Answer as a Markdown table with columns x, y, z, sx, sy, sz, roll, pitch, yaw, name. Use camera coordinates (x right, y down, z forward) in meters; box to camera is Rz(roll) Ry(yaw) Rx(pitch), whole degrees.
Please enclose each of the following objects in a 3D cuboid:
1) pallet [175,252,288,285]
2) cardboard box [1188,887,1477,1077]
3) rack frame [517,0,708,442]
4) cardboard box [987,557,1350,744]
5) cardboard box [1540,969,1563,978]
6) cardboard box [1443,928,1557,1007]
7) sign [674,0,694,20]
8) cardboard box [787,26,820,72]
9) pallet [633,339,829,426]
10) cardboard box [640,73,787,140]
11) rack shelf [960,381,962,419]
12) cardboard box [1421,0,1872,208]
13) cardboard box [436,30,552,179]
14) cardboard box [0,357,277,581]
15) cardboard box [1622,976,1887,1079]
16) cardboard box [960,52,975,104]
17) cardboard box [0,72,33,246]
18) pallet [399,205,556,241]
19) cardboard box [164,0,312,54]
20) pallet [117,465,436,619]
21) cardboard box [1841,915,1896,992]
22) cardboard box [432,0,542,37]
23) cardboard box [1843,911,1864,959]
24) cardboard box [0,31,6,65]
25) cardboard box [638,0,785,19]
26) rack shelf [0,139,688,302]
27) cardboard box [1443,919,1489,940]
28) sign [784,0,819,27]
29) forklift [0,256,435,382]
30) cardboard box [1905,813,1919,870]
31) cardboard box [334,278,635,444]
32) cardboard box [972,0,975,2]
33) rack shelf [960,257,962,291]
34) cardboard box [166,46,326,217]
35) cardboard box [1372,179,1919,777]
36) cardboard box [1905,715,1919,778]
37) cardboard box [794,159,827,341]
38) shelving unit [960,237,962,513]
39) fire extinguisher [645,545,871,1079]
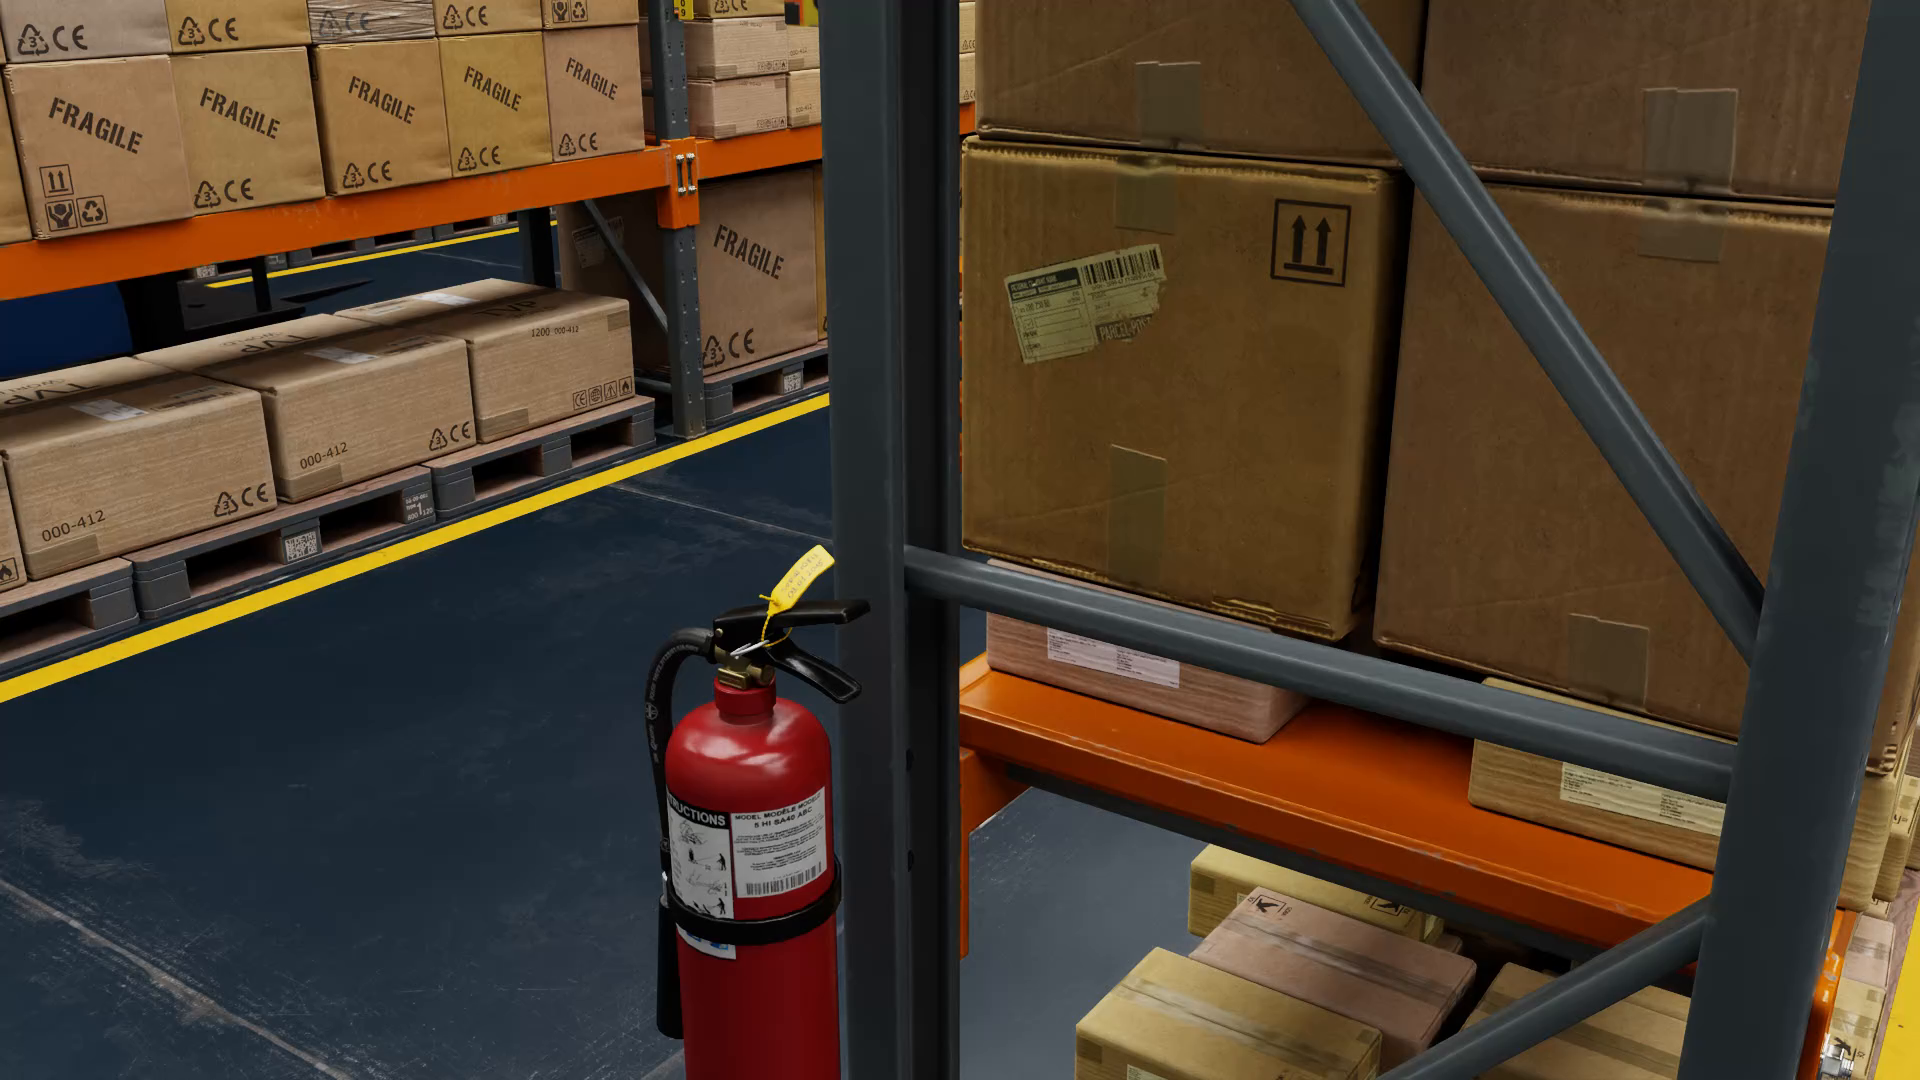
| x | y | z | sx | sy | sz | roll | pitch | yaw | name |
| --- | --- | --- | --- | --- | --- | --- | --- | --- | --- |
| -5.276 | -1.860 | 10.989 | 1.003 | 0.211 | 1.213 | 13 | 24 | 32 | pallet |
| 0.584 | 0.723 | 2.634 | 0.380 | 0.149 | 0.250 | 14 | 24 | 33 | cardboard box |
| -1.595 | -1.960 | 7.241 | 1.000 | 3.000 | 0.127 | 13 | 24 | 32 | rack frame |
| 0.257 | 0.093 | 2.052 | 0.380 | 0.149 | 0.250 | 13 | 24 | 32 | cardboard box |
| 1.079 | 0.869 | 2.667 | 0.380 | 0.149 | 0.250 | 14 | 24 | 33 | cardboard box |
| 0.895 | 0.711 | 3.095 | 0.380 | 0.149 | 0.250 | 13 | 24 | 31 | cardboard box |
| -1.135 | -2.296 | 6.785 | 0.100 | 0.325 | 0.005 | 13 | 24 | 32 | sign |
| -0.844 | -2.351 | 7.792 | 0.500 | 0.250 | 0.500 | 14 | 24 | 33 | cardboard box |
| -1.223 | -0.888 | 8.363 | 1.003 | 0.211 | 1.213 | 13 | 24 | 32 | pallet |
| -1.129 | -1.965 | 7.469 | 0.500 | 0.250 | 0.500 | 13 | 24 | 31 | cardboard box |
| -0.093 | -0.452 | 5.952 | 0.258 | 0.148 | 0.480 | 13 | 24 | 32 | rack shelf |
| 0.779 | -0.609 | 1.572 | 0.500 | 0.500 | 0.500 | 13 | 24 | 31 | cardboard box |
| -1.929 | -1.676 | 6.327 | 0.500 | 0.500 | 0.500 | 13 | 24 | 31 | cardboard box |
| -3.048 | -0.281 | 5.789 | 0.875 | 0.438 | 0.875 | 14 | 25 | 33 | cardboard box |
| 1.186 | 0.751 | 2.557 | 0.380 | 0.149 | 0.250 | 13 | 24 | 32 | cardboard box |
| -0.250 | -2.399 | 8.643 | 0.500 | 0.250 | 0.500 | 13 | 24 | 31 | cardboard box |
| -3.075 | -1.092 | 4.749 | 0.500 | 0.500 | 0.500 | 13 | 24 | 31 | cardboard box |
| -3.905 | -2.560 | 12.882 | 1.003 | 0.211 | 1.213 | 13 | 24 | 32 | pallet |
| -2.491 | -1.853 | 5.365 | 0.500 | 0.500 | 0.500 | 13 | 24 | 32 | cardboard box |
| -2.772 | -0.098 | 6.226 | 1.003 | 0.211 | 1.213 | 13 | 24 | 32 | pallet |
| 1.591 | 0.814 | 3.244 | 0.380 | 0.149 | 0.250 | 12 | 23 | 29 | cardboard box |
| -1.924 | -2.143 | 6.149 | 0.500 | 0.500 | 0.500 | 13 | 24 | 31 | cardboard box |
| 1.420 | 0.586 | 3.004 | 0.380 | 0.149 | 0.250 | 14 | 25 | 34 | cardboard box |
| -3.053 | -1.560 | 4.574 | 0.500 | 0.500 | 0.500 | 13 | 24 | 30 | cardboard box |
| -1.110 | -2.546 | 7.240 | 0.500 | 0.500 | 0.500 | 14 | 24 | 32 | cardboard box |
| -2.719 | -1.049 | 5.814 | 1.077 | 0.370 | 4.000 | 13 | 24 | 32 | rack shelf |
| 0.822 | 0.562 | 3.069 | 0.380 | 0.149 | 0.250 | 12 | 24 | 30 | cardboard box |
| -0.141 | -0.681 | 1.659 | 0.100 | 0.325 | 0.005 | 13 | 24 | 32 | sign |
| -4.037 | -2.201 | 7.990 | 1.130 | 2.935 | 3.031 | 13 | 24 | 31 | forklift |
| 2.035 | 0.592 | 3.844 | 0.380 | 0.149 | 0.250 | 13 | 24 | 32 | cardboard box |
| -2.037 | -0.796 | 7.182 | 0.875 | 0.438 | 0.875 | 13 | 24 | 31 | cardboard box |
| 0.013 | -3.134 | 8.830 | 0.500 | 0.500 | 0.500 | 13 | 24 | 32 | cardboard box |
| -0.093 | -0.884 | 5.792 | 0.258 | 0.148 | 0.480 | 13 | 24 | 32 | rack shelf |
| -2.506 | -1.381 | 5.531 | 0.500 | 0.500 | 0.500 | 14 | 25 | 34 | cardboard box |
| 0.788 | -0.138 | 1.740 | 0.500 | 0.500 | 0.500 | 15 | 25 | 34 | cardboard box |
| 1.899 | 0.379 | 3.564 | 0.380 | 0.149 | 0.250 | 12 | 24 | 30 | cardboard box |
| -0.811 | -1.615 | 8.764 | 0.875 | 0.875 | 0.875 | 14 | 25 | 33 | cardboard box |
| -0.093 | -0.515 | 5.928 | 0.258 | 1.200 | 0.503 | 13 | 24 | 32 | shelving unit |
| -0.216 | 0.317 | 1.733 | 0.296 | 0.674 | 0.183 | 13 | 24 | 32 | fire extinguisher |
